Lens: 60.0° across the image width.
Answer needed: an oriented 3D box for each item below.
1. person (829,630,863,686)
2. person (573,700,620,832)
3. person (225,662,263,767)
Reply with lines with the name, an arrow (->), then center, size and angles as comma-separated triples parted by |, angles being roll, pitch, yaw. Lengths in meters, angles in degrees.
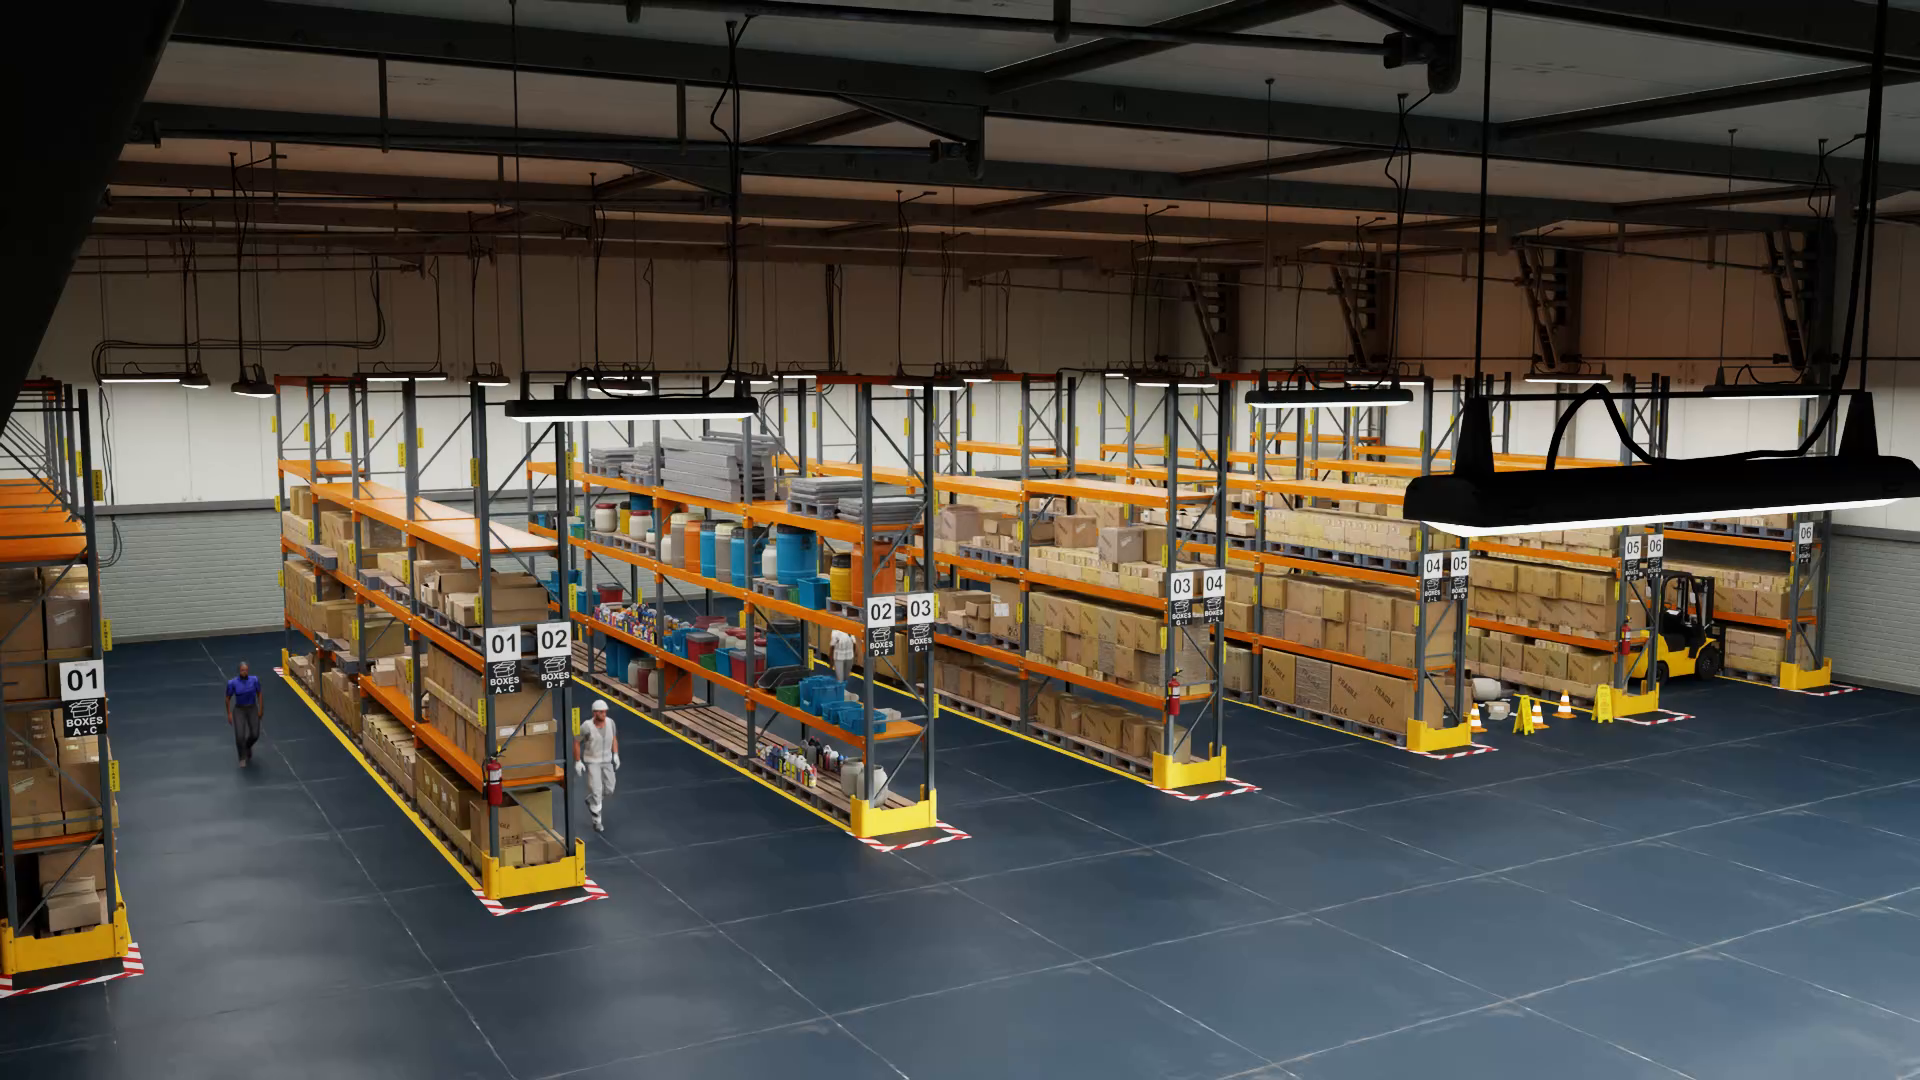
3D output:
person -> -2.089, 2.172, 30.345 | 0.542, 1.656, 0.969 | -2, 7, -20
person -> -4.950, 3.004, 22.494 | 0.622, 1.764, 0.703 | -6, 8, -42
person -> -11.188, 2.697, 25.996 | 0.540, 1.627, 0.555 | -4, 7, -30
